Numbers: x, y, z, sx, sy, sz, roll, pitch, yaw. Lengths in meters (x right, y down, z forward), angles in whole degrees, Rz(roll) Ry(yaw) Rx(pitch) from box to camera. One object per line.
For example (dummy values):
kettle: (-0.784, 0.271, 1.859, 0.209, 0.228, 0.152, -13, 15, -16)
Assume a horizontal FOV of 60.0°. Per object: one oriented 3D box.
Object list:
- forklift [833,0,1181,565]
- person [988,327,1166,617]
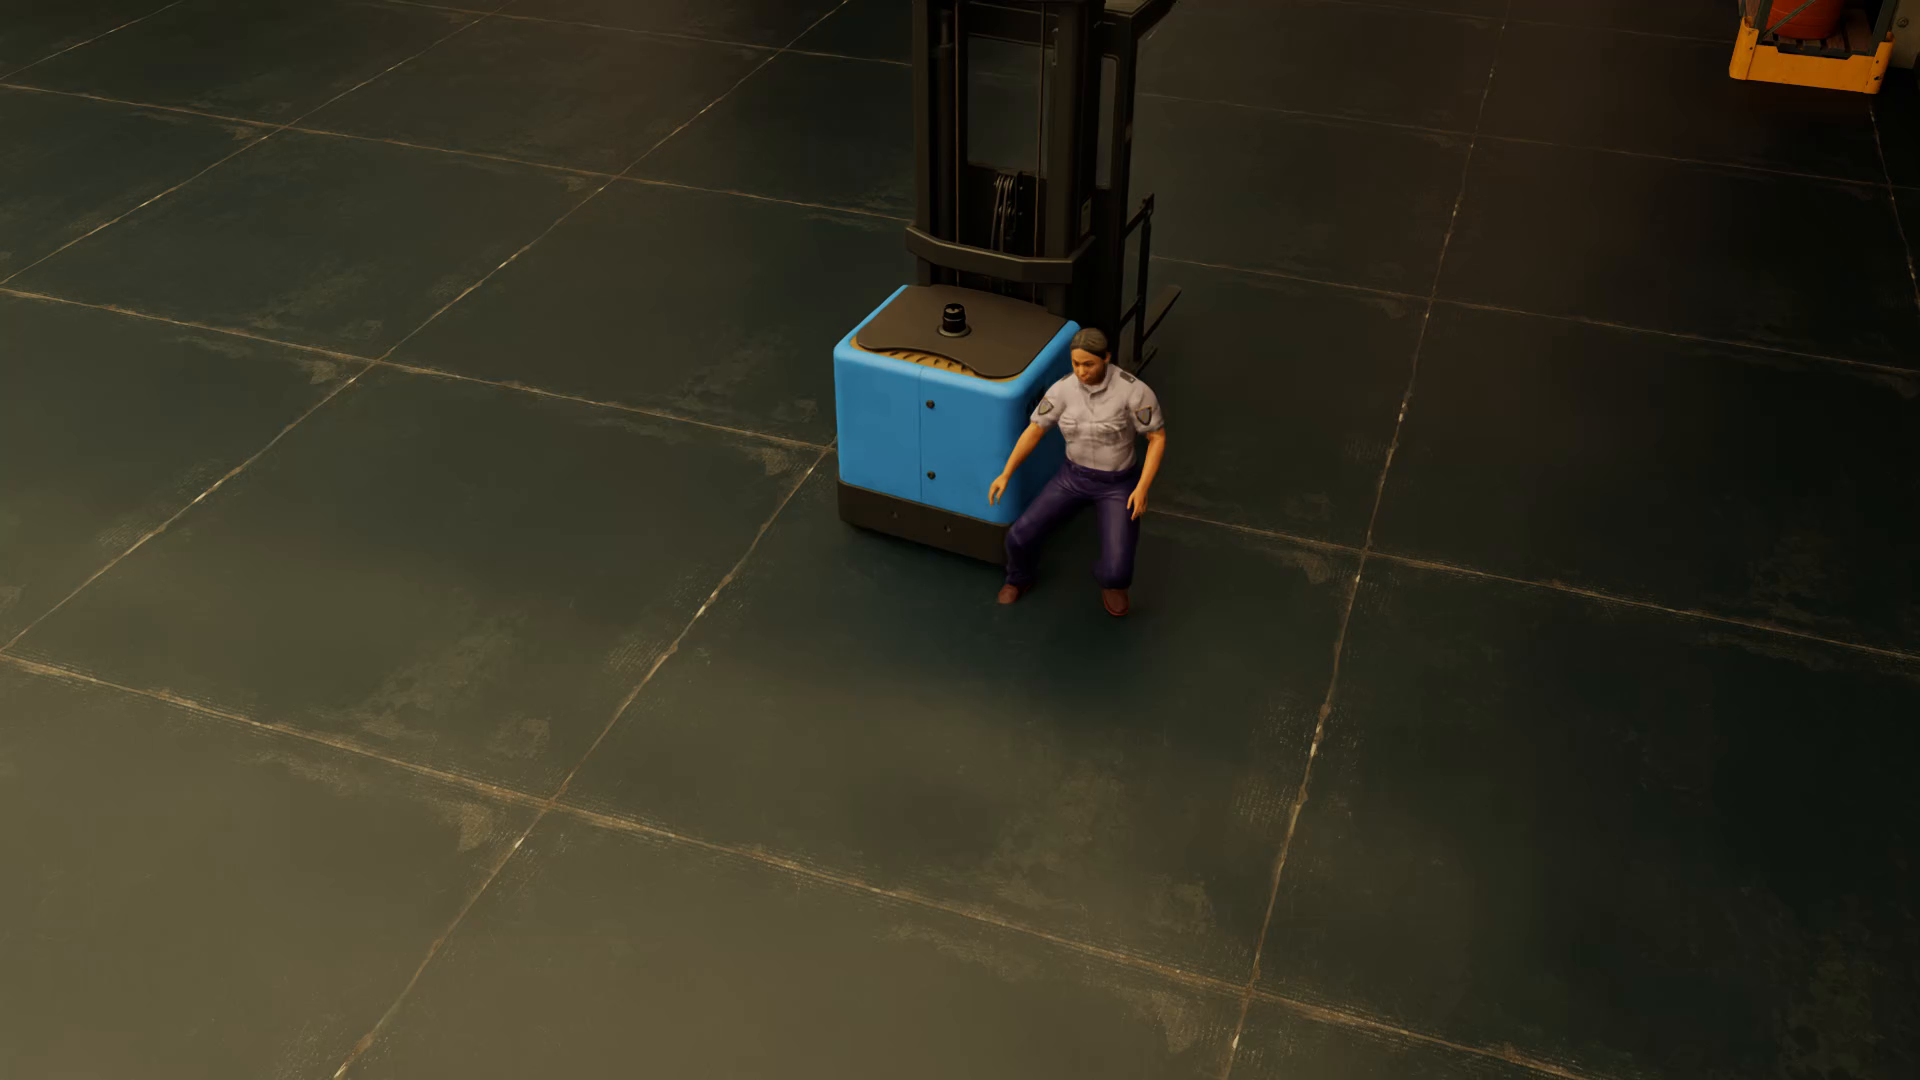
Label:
forklift: (0.449, -1.912, 8.807, 1.130, 2.935, 3.031, 15, 38, 20)
person: (0.531, -0.224, 7.708, 0.779, 1.556, 0.594, 19, 39, 24)
